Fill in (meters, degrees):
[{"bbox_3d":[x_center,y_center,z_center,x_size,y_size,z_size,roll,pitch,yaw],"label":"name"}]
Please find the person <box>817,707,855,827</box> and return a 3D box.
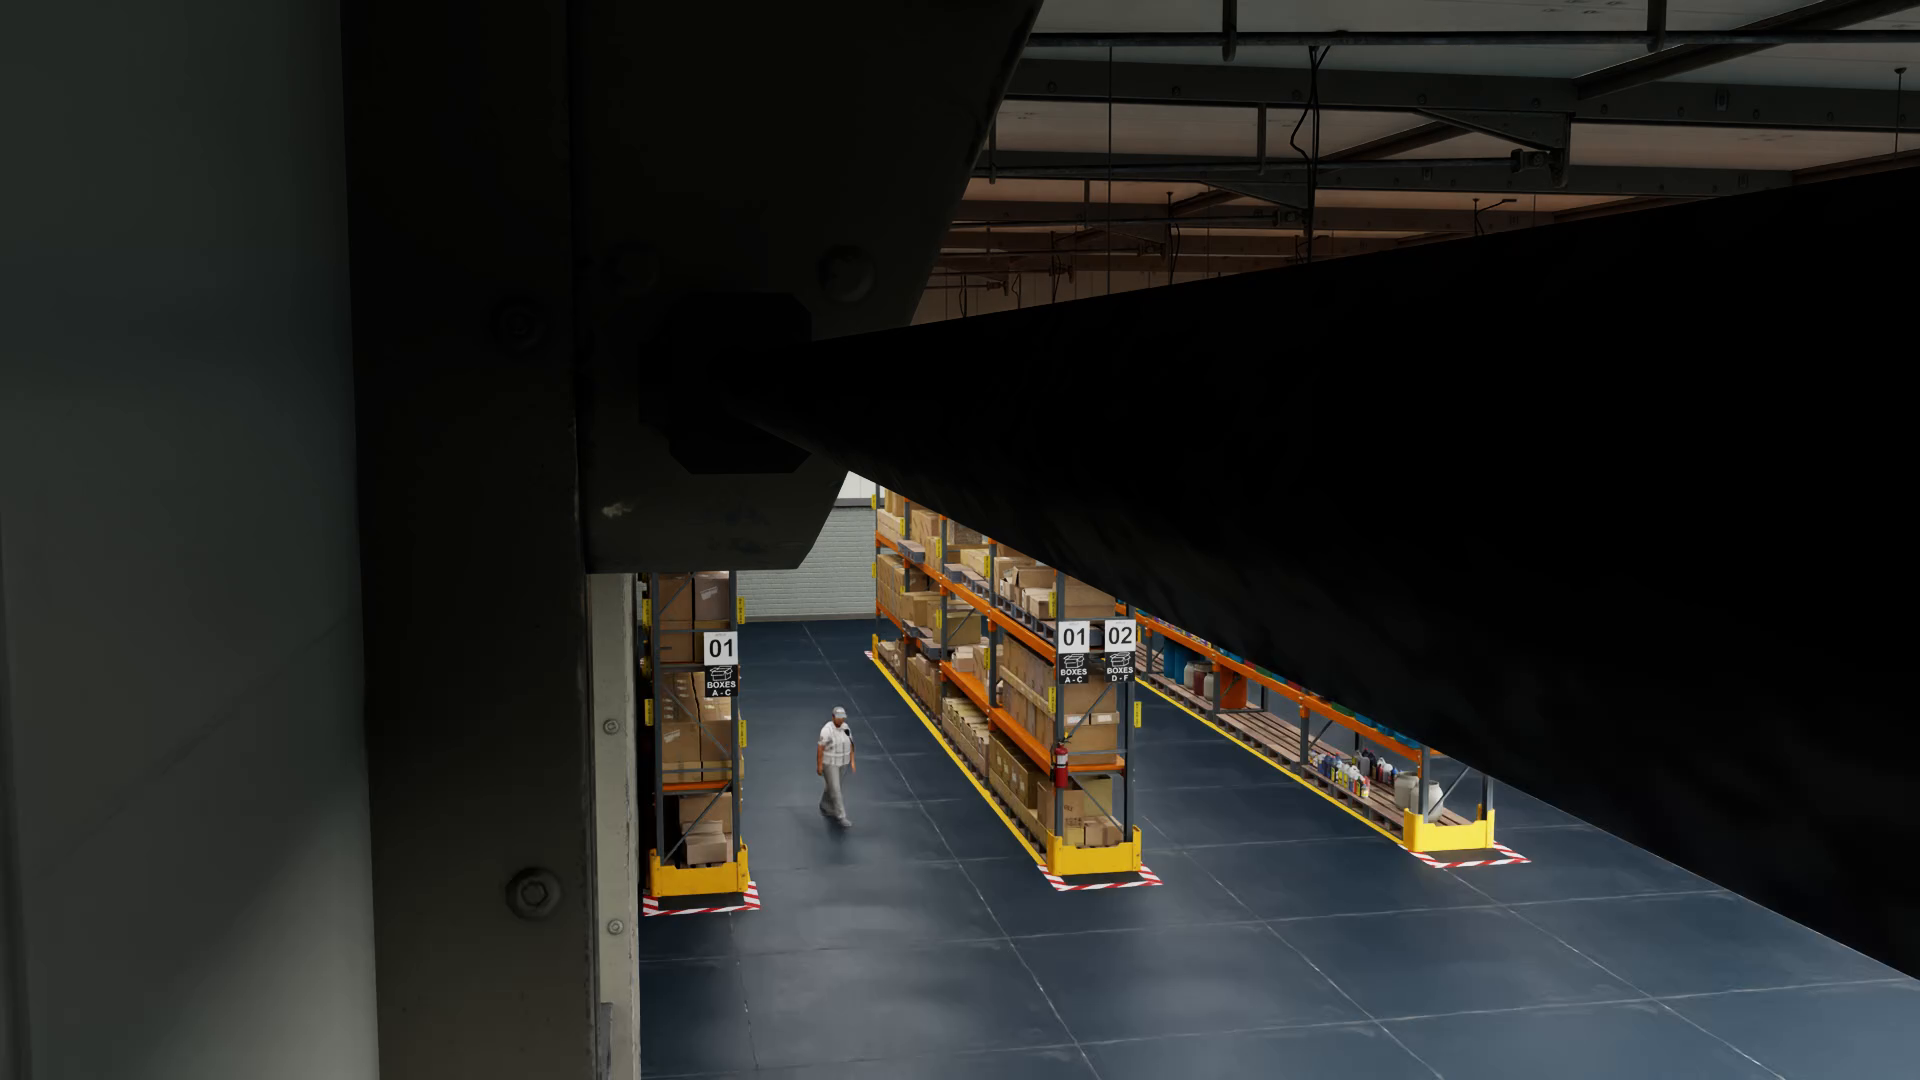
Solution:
[{"bbox_3d":[-1.709,3.125,23.219,0.992,1.607,0.524,6,8,43],"label":"person"}]
